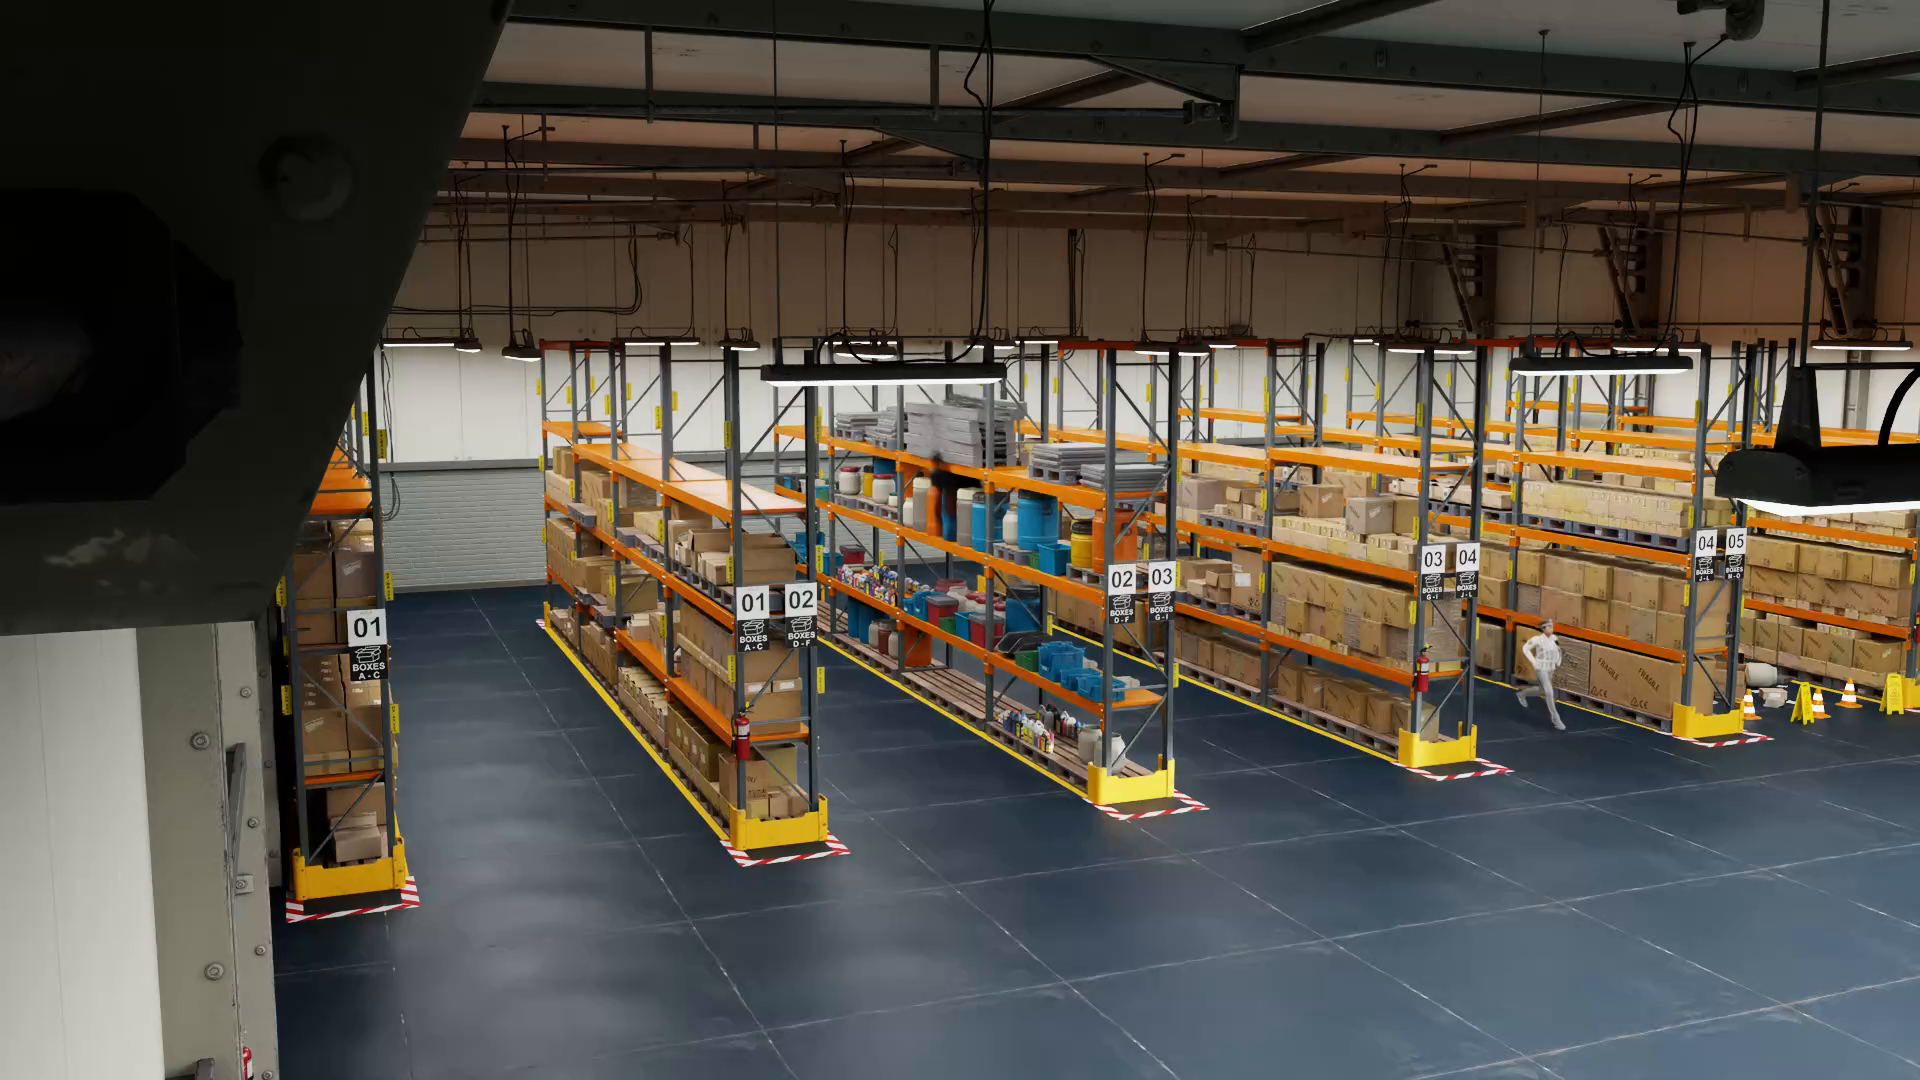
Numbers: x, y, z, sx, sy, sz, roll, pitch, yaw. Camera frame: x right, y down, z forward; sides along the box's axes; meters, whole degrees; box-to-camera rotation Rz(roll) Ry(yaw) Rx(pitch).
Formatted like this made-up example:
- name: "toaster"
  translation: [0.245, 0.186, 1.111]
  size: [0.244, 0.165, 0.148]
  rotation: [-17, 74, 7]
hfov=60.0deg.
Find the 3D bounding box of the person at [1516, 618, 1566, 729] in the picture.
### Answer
- name: "person"
  translation: [9.297, 2.070, 26.483]
  size: [0.583, 1.706, 1.096]
  rotation: [-4, 9, -29]
